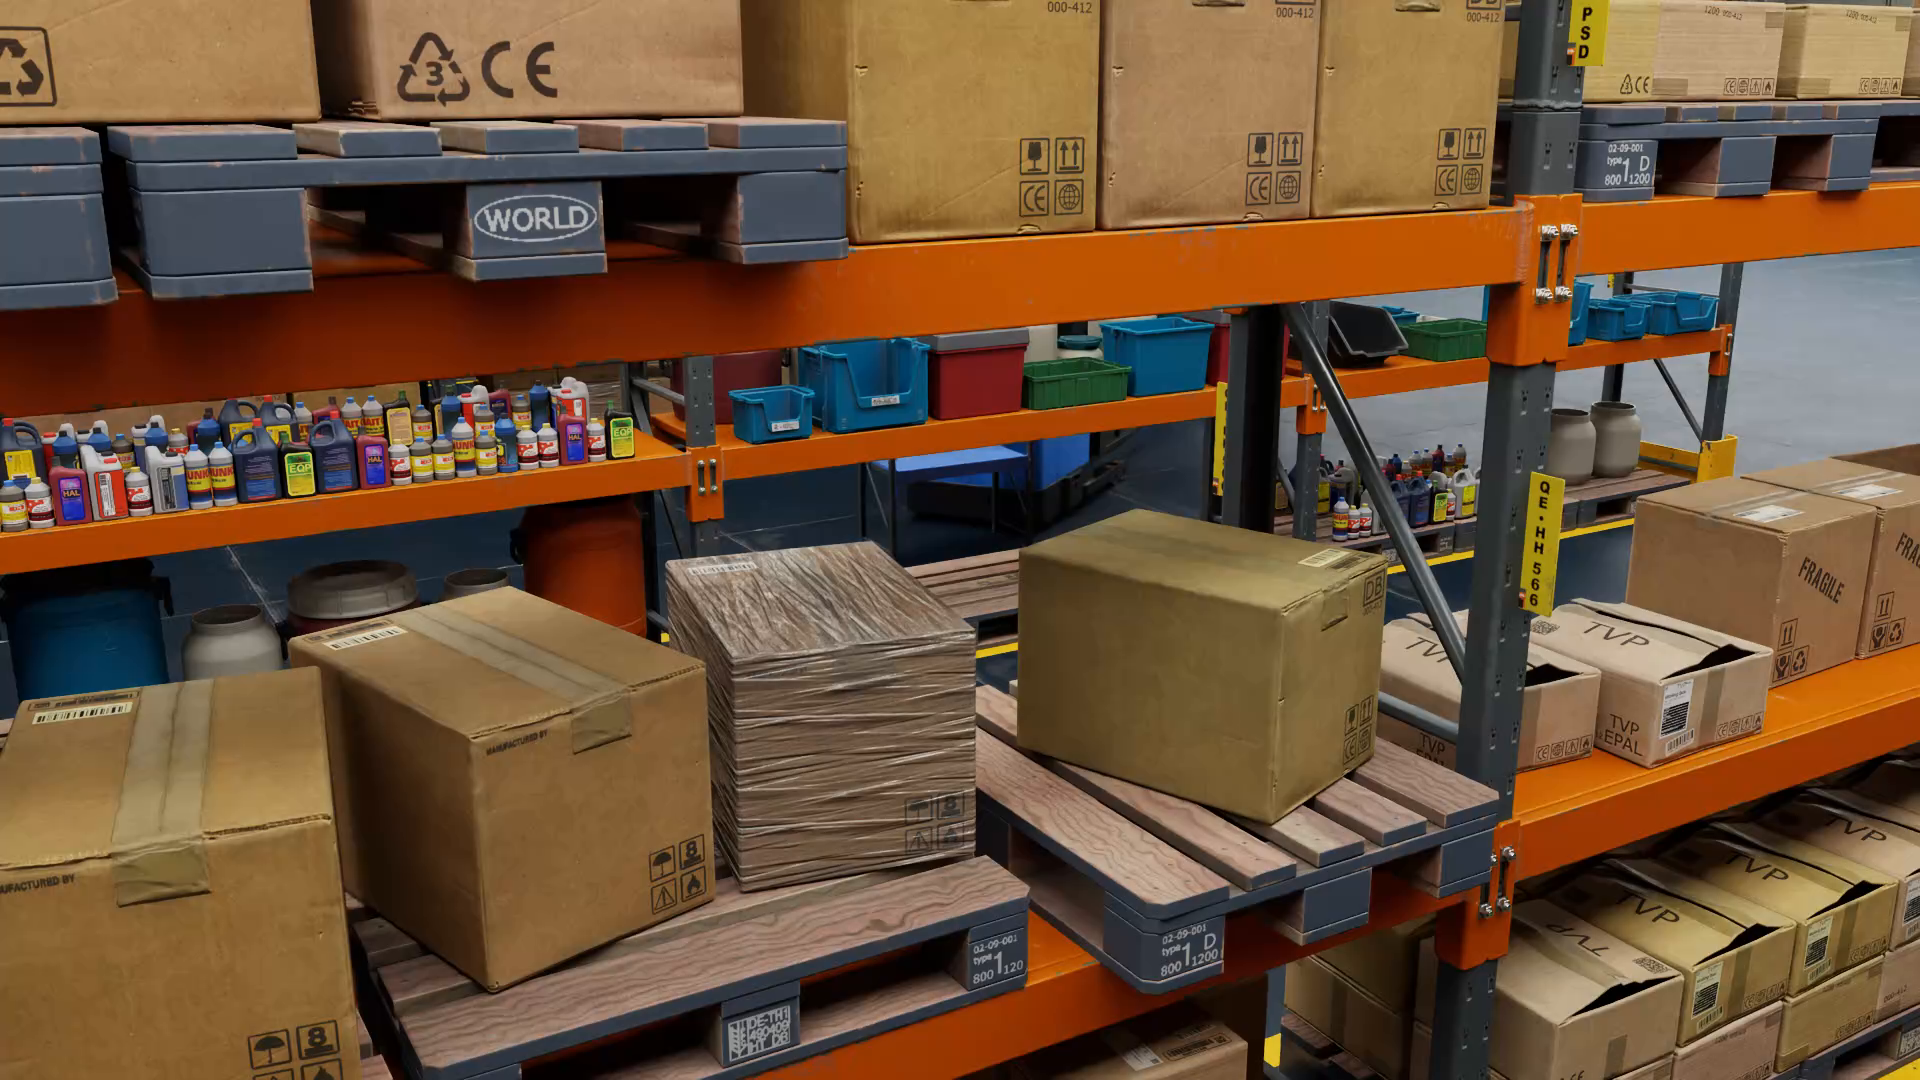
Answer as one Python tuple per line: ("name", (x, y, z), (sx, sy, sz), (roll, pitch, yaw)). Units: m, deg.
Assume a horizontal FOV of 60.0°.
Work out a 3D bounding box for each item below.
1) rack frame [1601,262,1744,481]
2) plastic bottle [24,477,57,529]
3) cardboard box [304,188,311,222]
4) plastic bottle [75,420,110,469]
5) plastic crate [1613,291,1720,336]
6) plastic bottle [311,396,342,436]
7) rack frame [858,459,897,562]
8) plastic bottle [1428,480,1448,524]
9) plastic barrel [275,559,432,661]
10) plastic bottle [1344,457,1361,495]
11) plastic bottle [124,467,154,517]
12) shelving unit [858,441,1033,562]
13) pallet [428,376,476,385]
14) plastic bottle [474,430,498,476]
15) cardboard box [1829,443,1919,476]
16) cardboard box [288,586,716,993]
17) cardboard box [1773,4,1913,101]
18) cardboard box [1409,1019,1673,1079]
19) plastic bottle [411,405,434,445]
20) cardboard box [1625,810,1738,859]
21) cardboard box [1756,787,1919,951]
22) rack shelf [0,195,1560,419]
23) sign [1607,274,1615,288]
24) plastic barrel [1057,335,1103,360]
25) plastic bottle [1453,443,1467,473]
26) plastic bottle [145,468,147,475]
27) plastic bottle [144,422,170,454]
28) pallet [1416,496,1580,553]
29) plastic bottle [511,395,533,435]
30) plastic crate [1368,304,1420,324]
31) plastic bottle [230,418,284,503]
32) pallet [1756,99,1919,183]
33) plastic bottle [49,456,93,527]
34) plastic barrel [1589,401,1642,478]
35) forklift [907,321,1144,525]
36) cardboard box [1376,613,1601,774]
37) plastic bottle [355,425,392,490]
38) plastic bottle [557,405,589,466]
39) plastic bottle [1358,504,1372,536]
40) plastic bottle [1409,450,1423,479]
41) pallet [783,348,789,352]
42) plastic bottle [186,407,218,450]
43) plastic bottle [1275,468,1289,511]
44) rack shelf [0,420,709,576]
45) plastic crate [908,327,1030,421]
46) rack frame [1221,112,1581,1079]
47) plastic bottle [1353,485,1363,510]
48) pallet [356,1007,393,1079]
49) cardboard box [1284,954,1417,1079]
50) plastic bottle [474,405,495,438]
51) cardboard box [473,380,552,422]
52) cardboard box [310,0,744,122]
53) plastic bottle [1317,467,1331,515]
("rack frame", (5.354, -1.853, 12.462), (0.127, 3.000, 1.000), (-9, 18, -30))
("plastic bottle", (-3.746, -0.153, 6.766), (0.097, 0.201, 0.097), (0, 16, 0))
("cardboard box", (-4.690, -2.320, 12.085), (0.637, 0.503, 0.797), (-9, 18, -28))
("plastic bottle", (-3.901, -0.394, 7.489), (0.135, 0.276, 0.152), (-9, 18, -30))
("plastic crate", (5.079, -1.642, 11.987), (0.616, 0.251, 0.499), (-9, 18, -30))
("plastic bottle", (-3.055, -0.549, 8.028), (0.133, 0.283, 0.061), (-9, 18, -30))
("rack frame", (-0.540, -0.583, 10.711), (0.032, 1.500, 0.500), (-8, 18, -27))
("plastic bottle", (3.155, -0.256, 10.985), (0.133, 0.283, 0.061), (-8, 18, -27))
("plastic barrel", (-2.883, 0.447, 7.947), (0.708, 0.588, 0.600), (-9, 18, -30))
("plastic bottle", (2.770, -0.461, 11.589), (0.185, 0.351, 0.144), (-9, 18, -30))
("plastic bottle", (-3.433, -0.204, 6.948), (0.097, 0.201, 0.097), (0, 16, 0))
("shelving unit", (-0.093, -0.649, 10.945), (1.048, 1.500, 0.538), (-8, 18, -27))
("pallet", (-5.808, -1.798, 17.432), (1.213, 0.211, 1.003), (-9, 18, -30))
("plastic bottle", (-2.187, -0.406, 7.668), (0.097, 0.201, 0.097), (0, 16, 0))
("cardboard box", (3.354, -0.022, 5.746), (0.500, 0.500, 0.500), (-8, 17, -26))
("cardboard box", (-0.902, 0.452, 3.278), (0.700, 0.500, 0.500), (15, 21, 42))
("cardboard box", (2.340, -1.399, 4.784), (0.500, 0.250, 0.500), (-10, 18, -31))
("cardboard box", (1.644, 1.523, 4.737), (0.500, 0.250, 0.500), (-9, 18, -30))
("plastic bottle", (-2.666, -0.567, 8.244), (0.097, 0.201, 0.097), (0, 16, 0))
("cardboard box", (2.242, 0.984, 5.618), (0.500, 0.311, 0.500), (-9, 18, -30))
("cardboard box", (2.969, 1.036, 5.435), (0.500, 0.311, 0.500), (-9, 18, -30))
("rack shelf", (-0.671, -0.414, 3.105), (4.000, 0.370, 1.077), (-9, 18, -30))
("sign", (5.074, -2.114, 12.881), (0.005, 0.325, 0.100), (-9, 18, -30))
("plastic barrel", (0.711, -1.082, 9.968), (0.301, 0.262, 0.301), (0, 16, 0))
("plastic bottle", (3.639, -0.571, 12.129), (0.097, 0.271, 0.097), (0, 16, 0))
("plastic bottle", (-3.427, -0.253, 7.121), (0.097, 0.201, 0.097), (0, 16, 0))
("plastic bottle", (-3.622, -0.398, 7.510), (0.097, 0.271, 0.097), (0, 16, 0))
("pallet", (3.569, -0.209, 11.763), (1.213, 0.211, 1.003), (-9, 18, -30))
("plastic bottle", (-2.238, -0.636, 8.491), (0.097, 0.201, 0.097), (0, 16, 0))
("plastic crate", (2.734, -1.442, 11.272), (0.616, 0.251, 0.499), (-9, 18, -30))
("plastic bottle", (-3.041, -0.347, 7.180), (0.185, 0.351, 0.144), (-9, 18, -30))
("pallet", (2.537, -1.219, 4.993), (1.213, 0.211, 1.003), (-8, 18, -27))
("plastic bottle", (-3.637, -0.204, 6.797), (0.133, 0.283, 0.061), (-9, 18, -30))
("plastic barrel", (4.829, -0.748, 12.352), (0.421, 0.512, 0.421), (0, 16, 0))
("forklift", (0.674, -1.869, 12.647), (1.130, 2.935, 3.031), (7, 17, 23))
("cardboard box", (1.378, 0.408, 4.561), (0.500, 0.311, 0.500), (-8, 18, -26))
("plastic bottle", (-2.611, -0.371, 7.391), (0.133, 0.283, 0.061), (-9, 18, -30))
("plastic bottle", (-1.829, -0.498, 7.844), (0.133, 0.283, 0.061), (-9, 18, -30))
("plastic bottle", (2.598, -0.132, 10.694), (0.097, 0.201, 0.097), (0, 16, 0))
("plastic bottle", (3.259, -0.509, 11.910), (0.097, 0.271, 0.097), (0, 16, 0))
("pallet", (-2.402, -2.349, 19.400), (1.213, 0.211, 1.003), (-9, 18, -30))
("plastic bottle", (-3.527, -0.473, 7.755), (0.133, 0.283, 0.061), (-9, 18, -30))
("plastic bottle", (2.167, -0.344, 11.297), (0.133, 0.283, 0.061), (-8, 18, -27))
("rack shelf", (-3.218, -0.116, 7.600), (4.000, 0.370, 1.077), (-9, 18, -30))
("plastic crate", (0.039, -0.925, 9.035), (0.583, 0.464, 0.402), (-9, 18, -30))
("rack frame", (1.044, 0.406, 4.405), (0.127, 3.000, 1.000), (-9, 18, -30))
("plastic bottle", (2.631, -0.219, 10.853), (0.133, 0.283, 0.061), (-9, 18, -30))
("pallet", (-1.644, 0.968, 2.753), (1.213, 0.211, 1.003), (-9, 18, -30))
("cardboard box", (1.369, 1.398, 5.182), (0.500, 0.250, 0.500), (-9, 18, -28))
("plastic bottle", (-2.358, -0.569, 8.251), (0.097, 0.201, 0.097), (0, 16, 0))
("cardboard box", (-3.491, -0.993, 13.210), (0.500, 0.500, 0.700), (-10, 19, -33))
("cardboard box", (-0.773, -1.020, 2.785), (0.600, 0.600, 0.600), (-10, 19, -32))
("plastic bottle", (2.403, -0.356, 11.215), (0.185, 0.351, 0.144), (-9, 18, -30))
